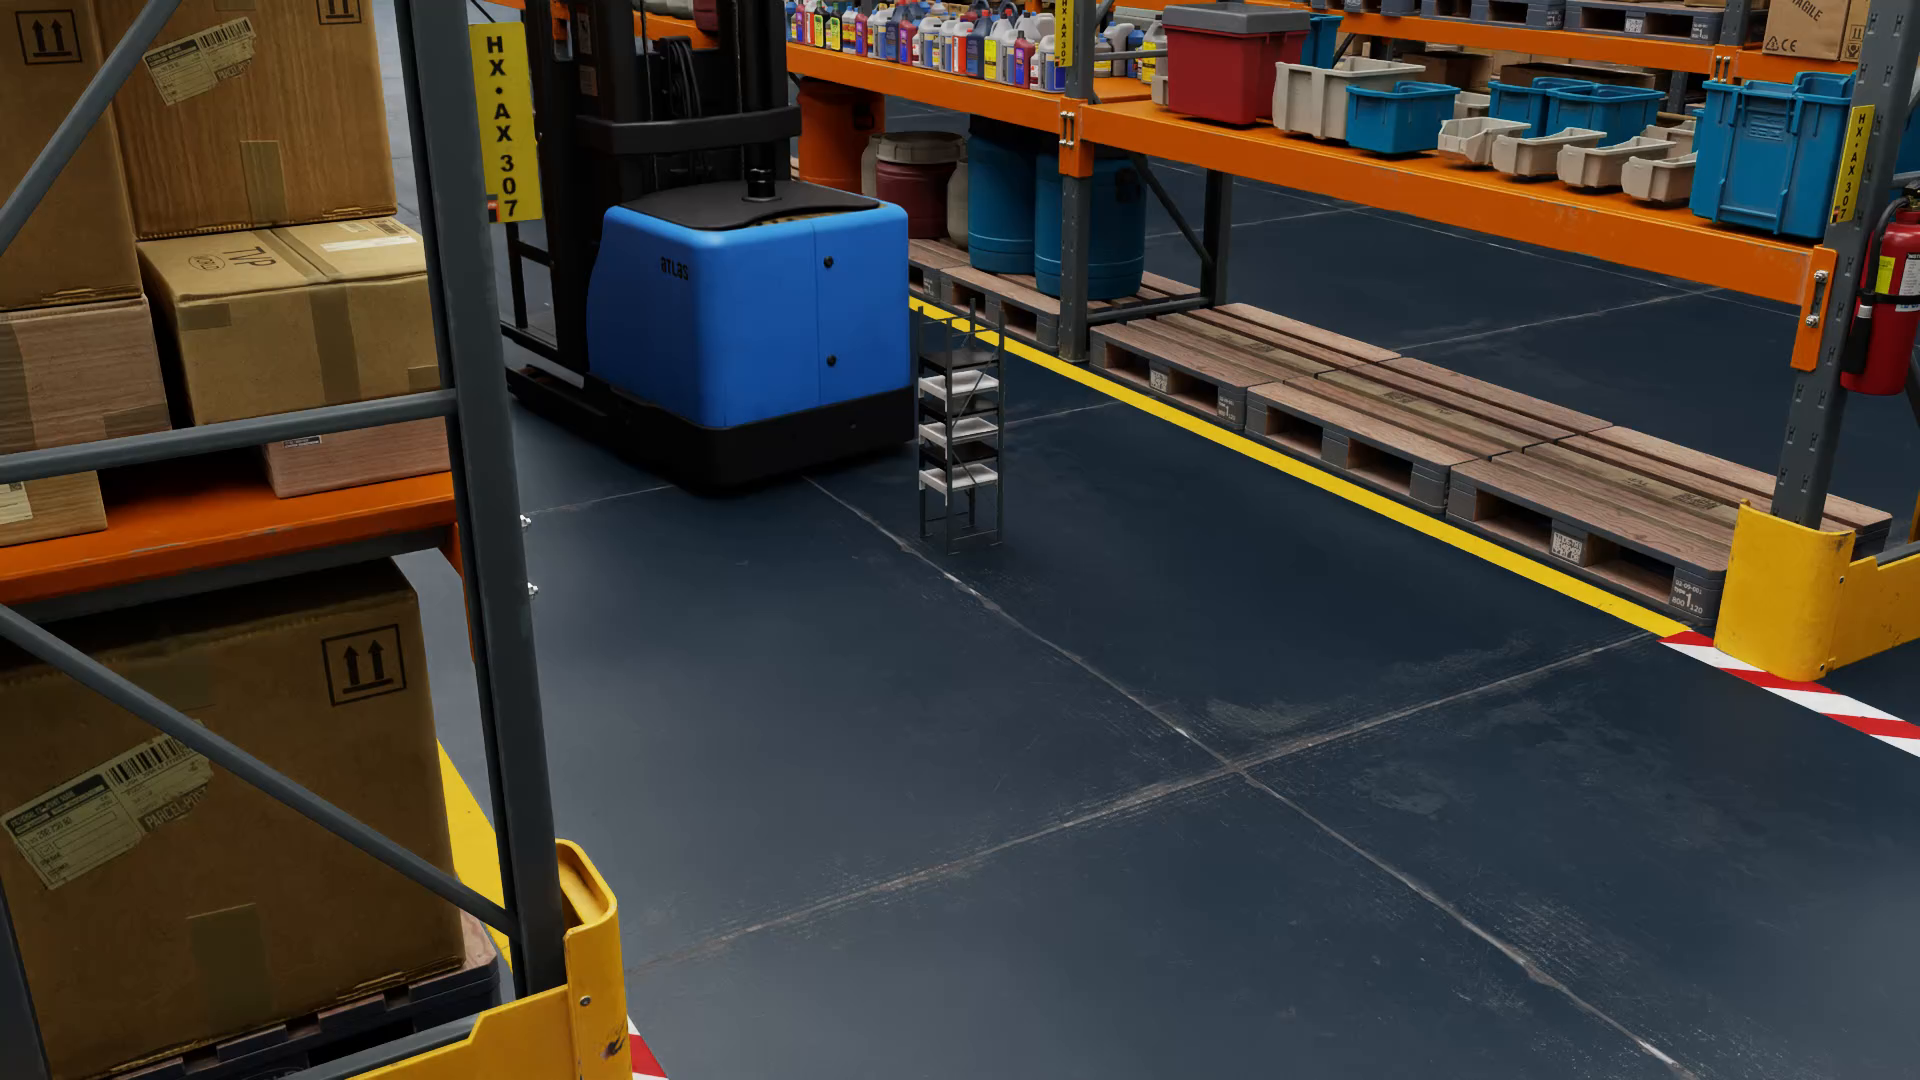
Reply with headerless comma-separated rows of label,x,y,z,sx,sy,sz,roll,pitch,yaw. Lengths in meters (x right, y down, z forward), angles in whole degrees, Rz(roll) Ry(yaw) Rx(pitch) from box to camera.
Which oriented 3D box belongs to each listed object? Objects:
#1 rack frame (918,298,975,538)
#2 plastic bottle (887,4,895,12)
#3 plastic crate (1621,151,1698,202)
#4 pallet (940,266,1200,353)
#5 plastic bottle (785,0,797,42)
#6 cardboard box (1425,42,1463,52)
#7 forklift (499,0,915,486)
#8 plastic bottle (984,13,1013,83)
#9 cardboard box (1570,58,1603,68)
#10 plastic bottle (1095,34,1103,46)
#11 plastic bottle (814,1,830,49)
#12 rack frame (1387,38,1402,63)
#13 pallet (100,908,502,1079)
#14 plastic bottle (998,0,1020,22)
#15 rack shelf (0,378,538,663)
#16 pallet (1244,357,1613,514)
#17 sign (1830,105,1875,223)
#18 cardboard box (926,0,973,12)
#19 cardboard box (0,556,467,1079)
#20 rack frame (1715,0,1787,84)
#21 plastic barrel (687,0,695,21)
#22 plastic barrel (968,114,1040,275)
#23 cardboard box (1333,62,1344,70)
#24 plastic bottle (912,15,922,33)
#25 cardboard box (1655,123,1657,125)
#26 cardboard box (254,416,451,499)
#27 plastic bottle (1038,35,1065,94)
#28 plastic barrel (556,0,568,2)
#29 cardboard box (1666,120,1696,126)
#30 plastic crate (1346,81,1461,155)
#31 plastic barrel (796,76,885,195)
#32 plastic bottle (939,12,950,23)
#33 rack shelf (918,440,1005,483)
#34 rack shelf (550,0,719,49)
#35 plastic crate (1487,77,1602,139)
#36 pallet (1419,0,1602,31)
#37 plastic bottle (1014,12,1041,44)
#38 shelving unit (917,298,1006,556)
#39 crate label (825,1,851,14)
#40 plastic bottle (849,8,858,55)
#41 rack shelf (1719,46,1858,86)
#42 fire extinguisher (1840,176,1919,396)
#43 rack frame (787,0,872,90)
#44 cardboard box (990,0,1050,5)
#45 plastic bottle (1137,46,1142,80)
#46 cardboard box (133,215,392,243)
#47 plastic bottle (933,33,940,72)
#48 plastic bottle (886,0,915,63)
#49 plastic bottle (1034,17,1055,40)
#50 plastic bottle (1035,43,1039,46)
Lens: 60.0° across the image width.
rack frame,-0.048,-0.447,6.217,0.240,0.900,0.006,-13,25,-28
plastic bottle,-0.457,-3.515,11.240,0.097,0.201,0.097,0,22,0
plastic crate,2.441,-1.242,5.654,0.396,0.136,0.243,-13,25,-28
pallet,0.612,-1.368,9.397,1.003,0.211,1.213,-13,25,-28
plastic bottle,-1.095,-3.392,10.845,0.097,0.271,0.097,0,22,0
cardboard box,5.791,-5.708,19.107,0.700,0.500,0.500,-12,25,-26
forklift,-1.505,-2.060,7.488,1.130,2.935,3.031,-17,27,-35
plastic bottle,0.219,-2.614,8.824,0.144,0.351,0.185,-13,25,-28
cardboard box,6.868,-5.060,17.513,0.700,0.500,0.500,-13,25,-28
plastic bottle,0.789,-2.726,9.298,0.097,0.201,0.097,0,22,0
plastic bottle,-0.865,-3.239,10.451,0.061,0.283,0.133,-13,25,-28
rack frame,5.400,-6.897,19.297,1.000,3.000,0.127,-13,25,-28
pallet,-1.721,0.894,3.833,1.003,0.211,1.213,-13,25,-28
plastic bottle,0.292,-3.093,10.002,0.144,0.351,0.185,-13,25,-28
rack shelf,-2.267,-0.469,4.436,1.077,0.370,4.000,-13,25,-28
pallet,2.006,-0.484,7.223,1.003,0.211,1.213,-13,25,-28
sign,2.548,-1.072,4.748,0.100,0.325,0.005,-13,25,-28
cardboard box,-0.053,-5.804,18.705,0.500,0.500,0.500,-13,25,-28
cardboard box,-1.641,0.443,3.501,0.875,0.875,0.875,-13,25,-28
rack frame,5.230,-3.354,10.579,1.000,3.000,0.127,-13,25,-28
plastic barrel,-1.783,-4.041,12.120,0.421,0.512,0.421,0,22,0
plastic barrel,0.345,-2.033,9.559,0.600,0.901,0.708,-13,25,-28
cardboard box,3.172,-4.055,14.653,0.500,0.311,0.500,-12,25,-26
plastic bottle,-0.239,-2.895,9.622,0.097,0.271,0.097,0,22,0
cardboard box,4.486,-2.666,11.621,0.500,0.500,0.500,-13,25,-28
cardboard box,-1.143,-0.217,3.194,0.380,0.149,0.250,-12,25,-28
plastic bottle,0.491,-2.410,8.422,0.152,0.276,0.135,-13,25,-28
plastic barrel,-3.180,-5.041,14.063,0.600,0.901,0.708,-13,25,-28
cardboard box,5.192,-2.603,11.467,0.500,0.500,0.500,-14,26,-31
plastic crate,1.744,-1.673,6.586,0.416,0.233,0.300,-13,25,-28
plastic barrel,-0.809,-2.731,11.371,0.600,0.830,0.708,-13,25,-28
plastic bottle,-0.090,-3.283,10.668,0.097,0.201,0.097,0,22,0
rack shelf,0.004,-0.300,6.182,0.258,0.077,0.200,-13,25,-28
rack shelf,-2.095,-4.011,13.151,1.077,0.370,4.000,-13,25,-28
plastic crate,2.344,-1.724,6.712,0.416,0.233,0.300,-13,25,-28
pallet,4.184,-3.931,12.254,1.003,0.211,1.213,-13,25,-28
plastic bottle,0.343,-2.642,8.892,0.144,0.351,0.185,-13,25,-28
shelving unit,0.004,-0.414,6.136,0.258,0.900,0.210,-13,25,-28
crate label,-0.966,-3.828,11.968,0.303,0.233,0.416,-13,25,-28
plastic bottle,-0.623,-3.093,10.108,0.097,0.271,0.097,0,22,0
rack shelf,6.252,-2.373,9.121,1.077,0.370,4.000,-13,25,-28
fire extinguisher,2.699,-0.762,4.801,0.296,0.674,0.183,-13,25,-28
rack frame,-1.073,-3.697,11.423,1.000,3.000,0.127,-13,25,-28
cardboard box,0.665,-5.745,18.561,0.500,0.500,0.500,-13,25,-28
plastic bottle,1.007,-2.588,8.958,0.097,0.201,0.097,0,22,0
cardboard box,-1.529,-0.597,3.601,0.500,0.250,0.500,-13,25,-29
plastic bottle,-0.105,-2.733,9.315,0.097,0.201,0.097,0,22,0
plastic bottle,-0.344,-2.970,9.701,0.144,0.351,0.185,-13,25,-28
plastic bottle,0.457,-2.838,9.475,0.152,0.276,0.135,-13,25,-28
plastic bottle,0.402,-2.524,8.801,0.097,0.201,0.097,0,22,0
